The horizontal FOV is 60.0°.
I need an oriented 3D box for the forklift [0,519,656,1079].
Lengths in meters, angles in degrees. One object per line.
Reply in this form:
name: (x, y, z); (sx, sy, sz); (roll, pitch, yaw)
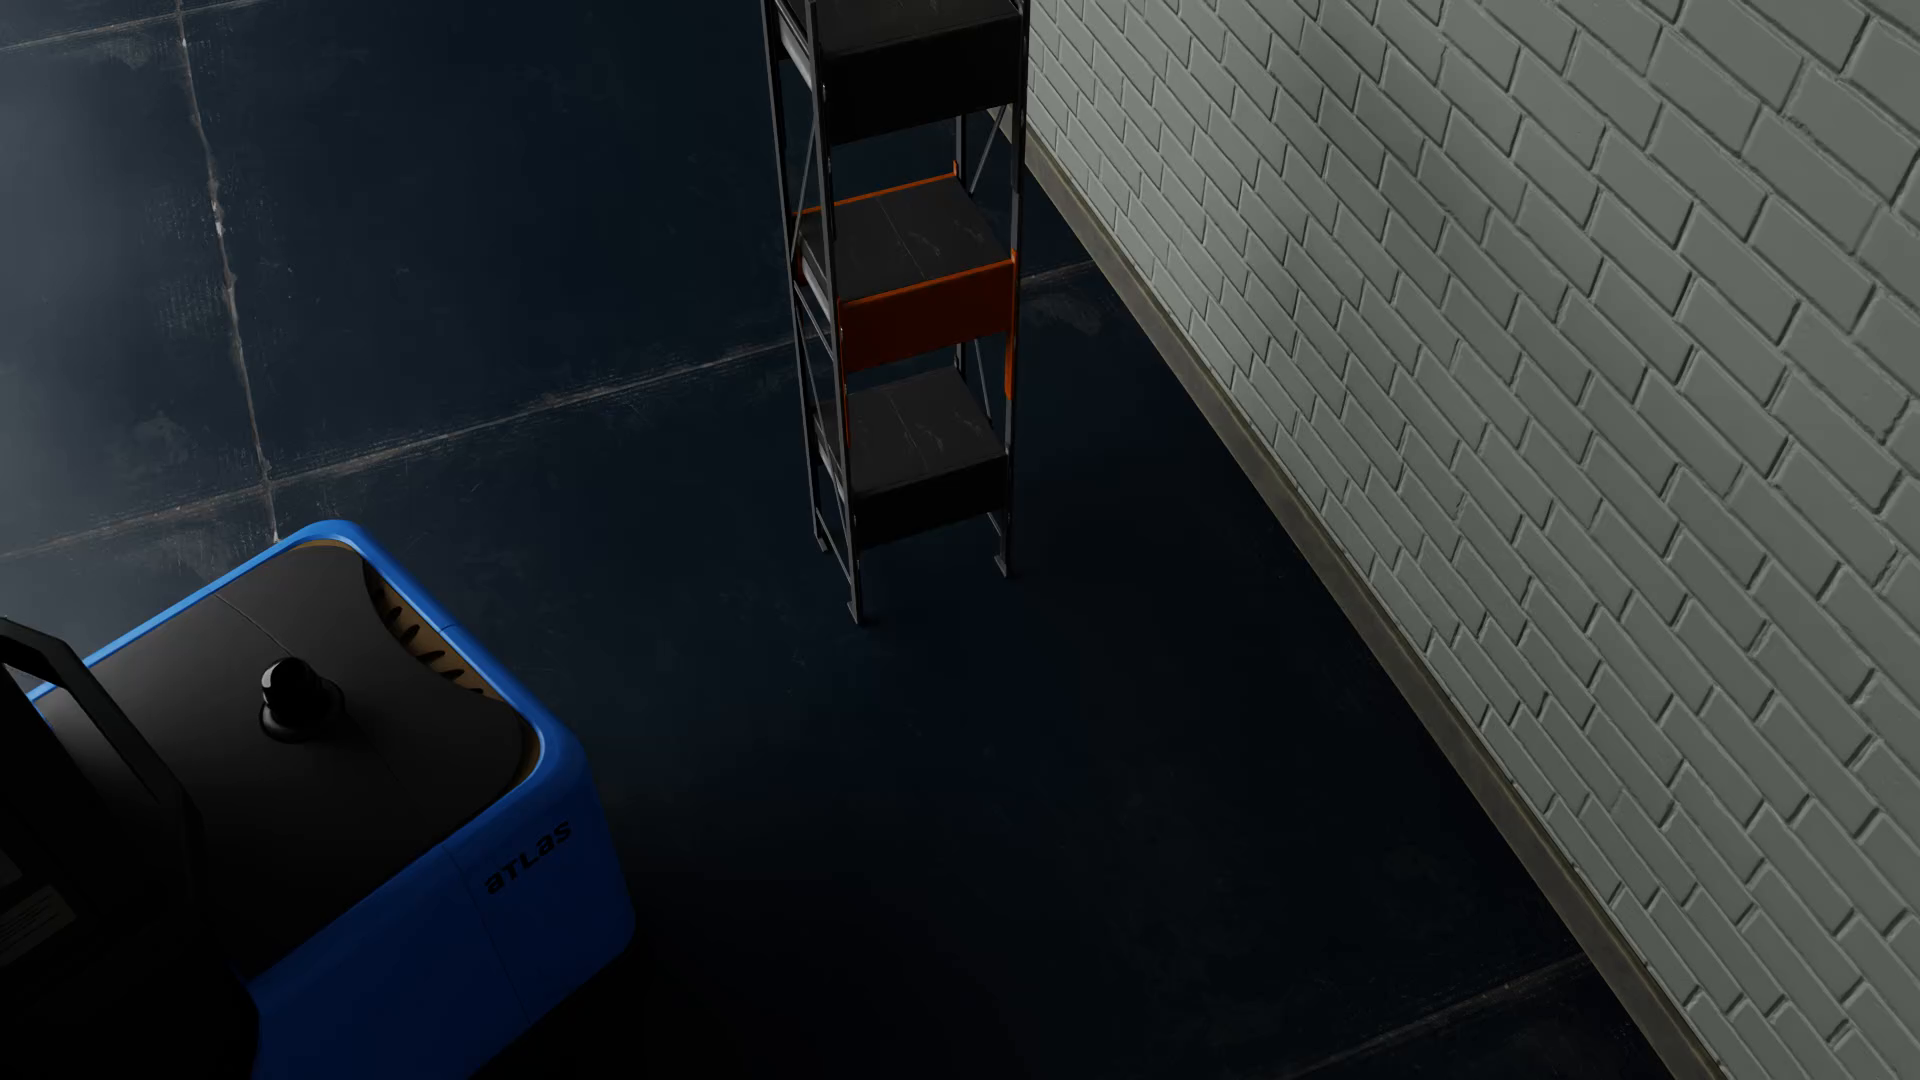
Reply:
forklift: (-2.168, 0.719, 2.700); (3.031, 2.935, 1.130); (-37, 59, -27)

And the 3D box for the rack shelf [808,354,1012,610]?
rack shelf: (-0.153, -0.172, 4.954); (0.480, 0.518, 0.431); (-17, 52, -14)

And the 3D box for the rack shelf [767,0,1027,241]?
rack shelf: (-0.153, -1.084, 3.892); (0.480, 0.518, 0.431); (-17, 52, -14)

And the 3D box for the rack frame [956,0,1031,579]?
rack frame: (0.073, -0.707, 4.473); (0.015, 2.100, 0.400); (-17, 52, -14)

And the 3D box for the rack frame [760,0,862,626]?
rack frame: (-0.379, -0.567, 4.353); (0.015, 2.100, 0.400); (-17, 52, -14)

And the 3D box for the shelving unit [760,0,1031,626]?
shelving unit: (-0.153, -0.637, 4.413); (0.503, 2.100, 0.431); (-17, 52, -14)

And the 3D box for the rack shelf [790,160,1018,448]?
rack shelf: (-0.153, -0.628, 4.423); (0.480, 0.518, 0.431); (-17, 52, -14)
